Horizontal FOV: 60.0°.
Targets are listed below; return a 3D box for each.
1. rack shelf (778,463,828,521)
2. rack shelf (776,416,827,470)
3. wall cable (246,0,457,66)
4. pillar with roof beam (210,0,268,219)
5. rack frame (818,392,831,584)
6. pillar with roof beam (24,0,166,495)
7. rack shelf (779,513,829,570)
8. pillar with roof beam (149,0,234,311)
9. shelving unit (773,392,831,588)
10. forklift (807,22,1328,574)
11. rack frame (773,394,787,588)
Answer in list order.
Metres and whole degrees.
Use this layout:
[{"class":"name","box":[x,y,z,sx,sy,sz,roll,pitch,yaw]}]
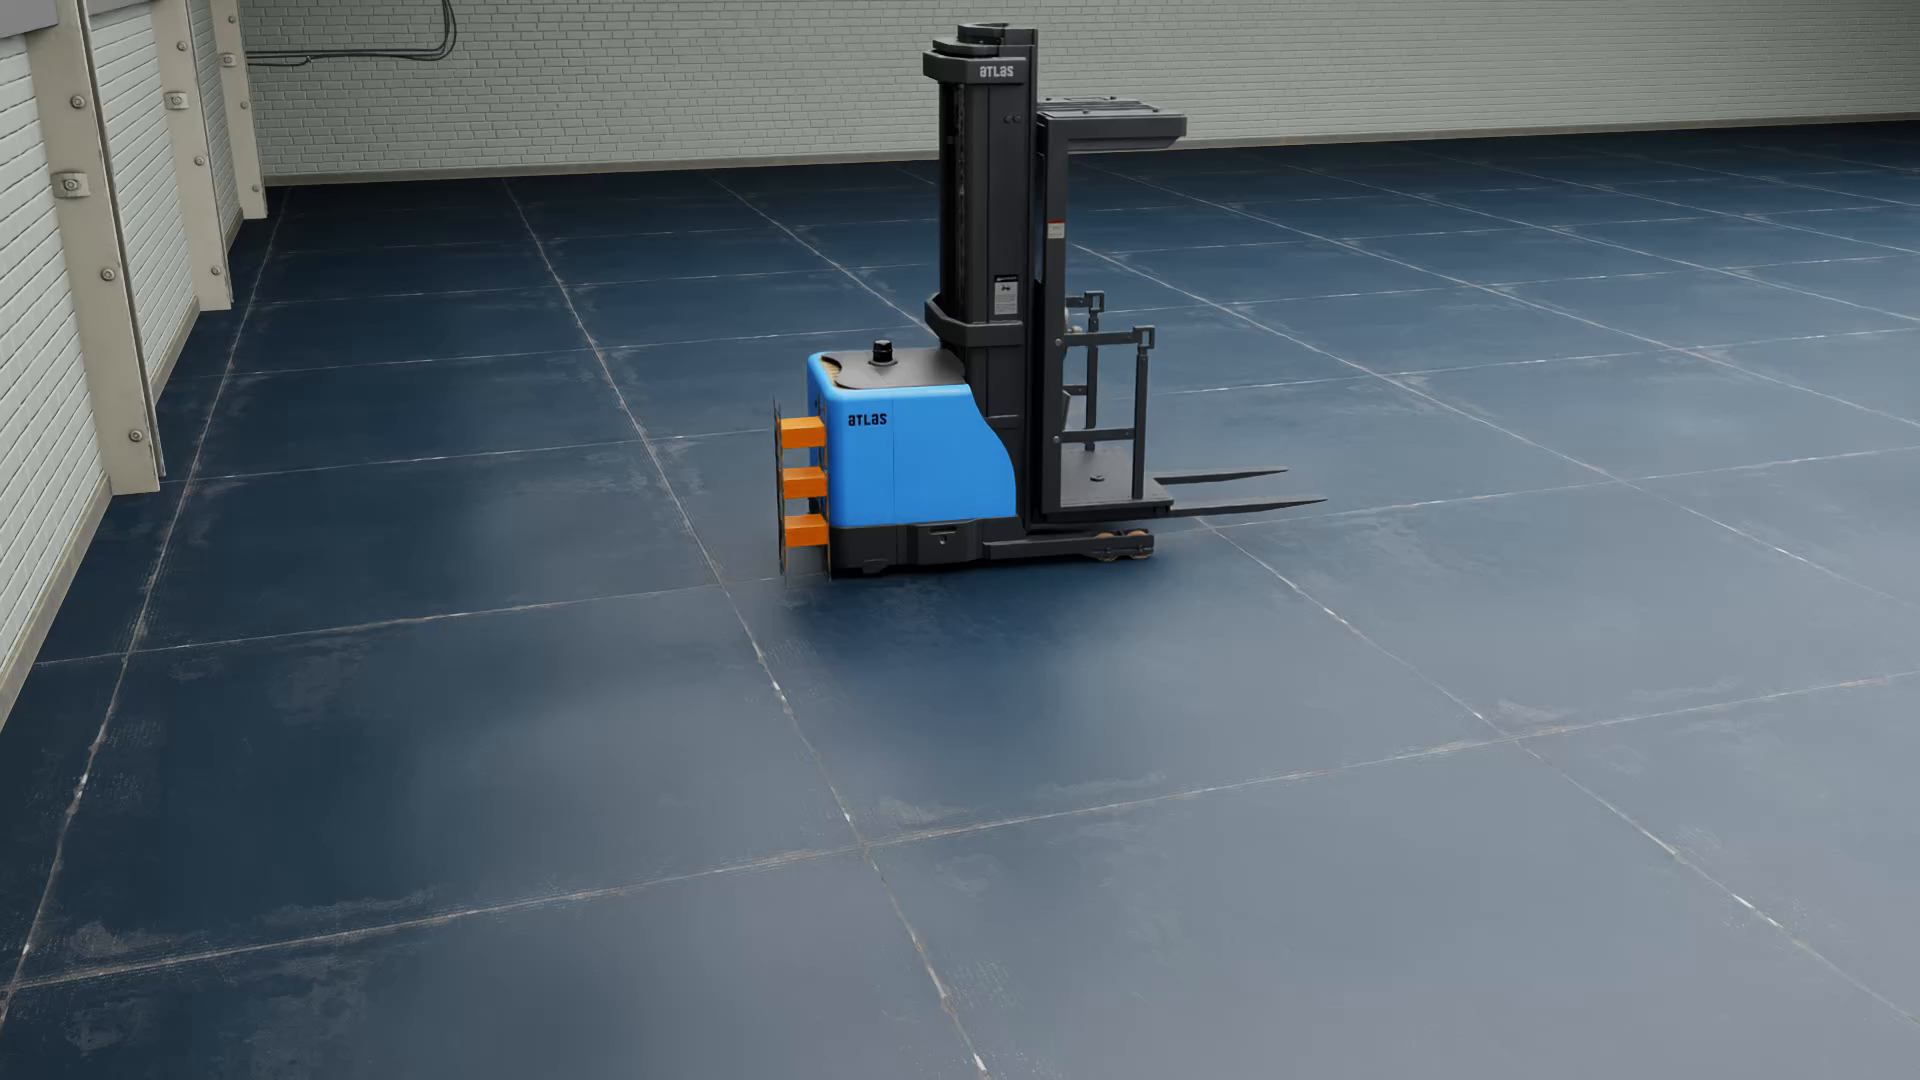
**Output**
[{"class":"rack shelf","box":[-0.865,-0.262,9.124,0.240,0.259,0.215,-5,20,-14]},{"class":"rack shelf","box":[-0.865,-0.529,9.028,0.240,0.259,0.215,-5,20,-14]},{"class":"wall cable","box":[-8.854,-8.075,23.678,3.097,2.526,0.112,-6,21,-17]},{"class":"pillar with roof beam","box":[-5.096,-8.907,21.403,9.100,9.000,0.400,-6,21,-17]},{"class":"rack frame","box":[-0.747,-0.283,9.150,0.008,1.050,0.200,-5,20,-14]},{"class":"pillar with roof beam","box":[-1.325,-5.057,10.682,9.100,9.000,0.400,-6,21,-17]},{"class":"rack shelf","box":[-0.865,0.000,9.218,0.240,0.259,0.215,-5,20,-14]},{"class":"pillar with roof beam","box":[-3.210,-6.982,16.043,9.100,9.000,0.400,-6,21,-17]},{"class":"shelving unit","box":[-0.865,-0.272,9.121,0.252,1.050,0.215,-5,20,-14]},{"class":"forklift","box":[0.655,-1.423,9.543,3.031,2.935,1.130,-4,20,-11]},{"class":"rack frame","box":[-0.983,-0.261,9.091,0.008,1.050,0.200,-5,20,-14]}]
